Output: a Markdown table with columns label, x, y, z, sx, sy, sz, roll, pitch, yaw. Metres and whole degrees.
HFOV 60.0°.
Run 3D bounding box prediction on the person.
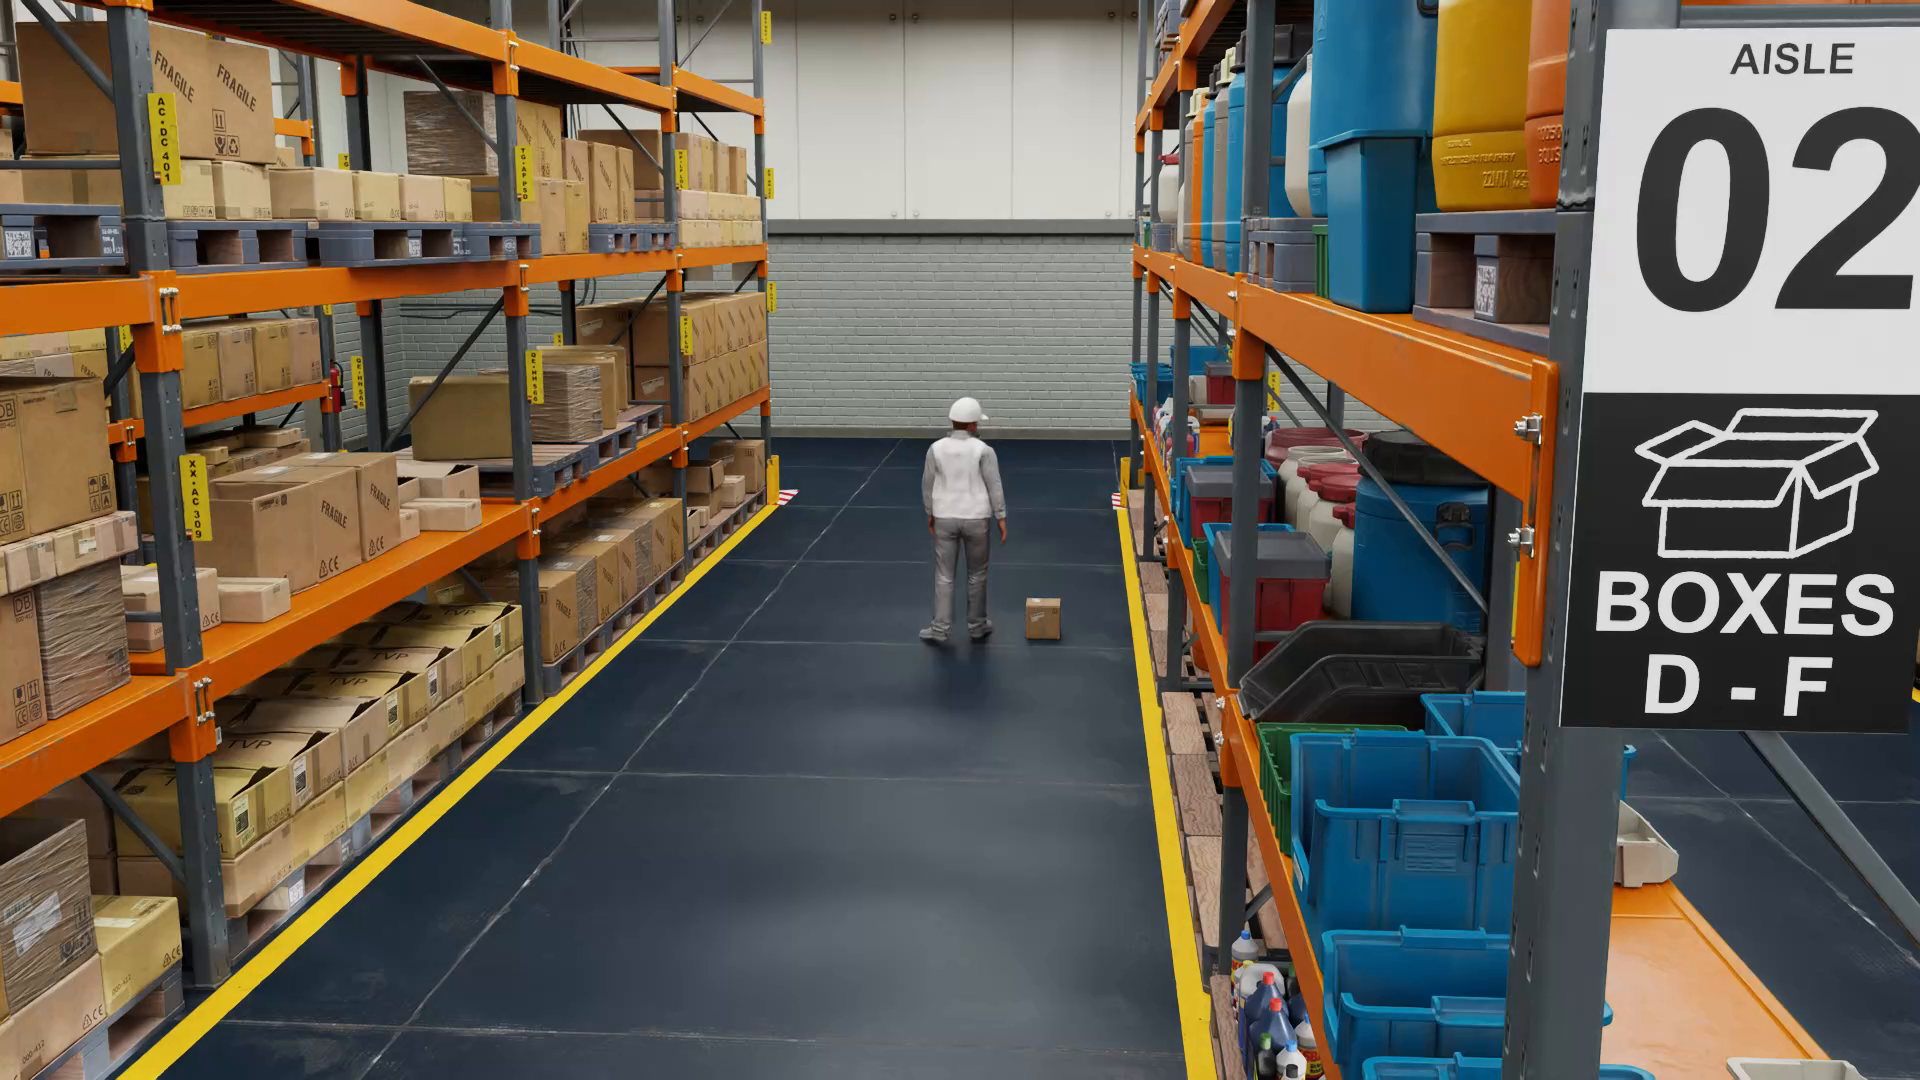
| label | x | y | z | sx | sy | sz | roll | pitch | yaw |
| --- | --- | --- | --- | --- | --- | --- | --- | --- | --- |
| person | 0.036 | -0.149 | 12.070 | 0.639 | 1.775 | 0.583 | 2 | 11 | 11 |
